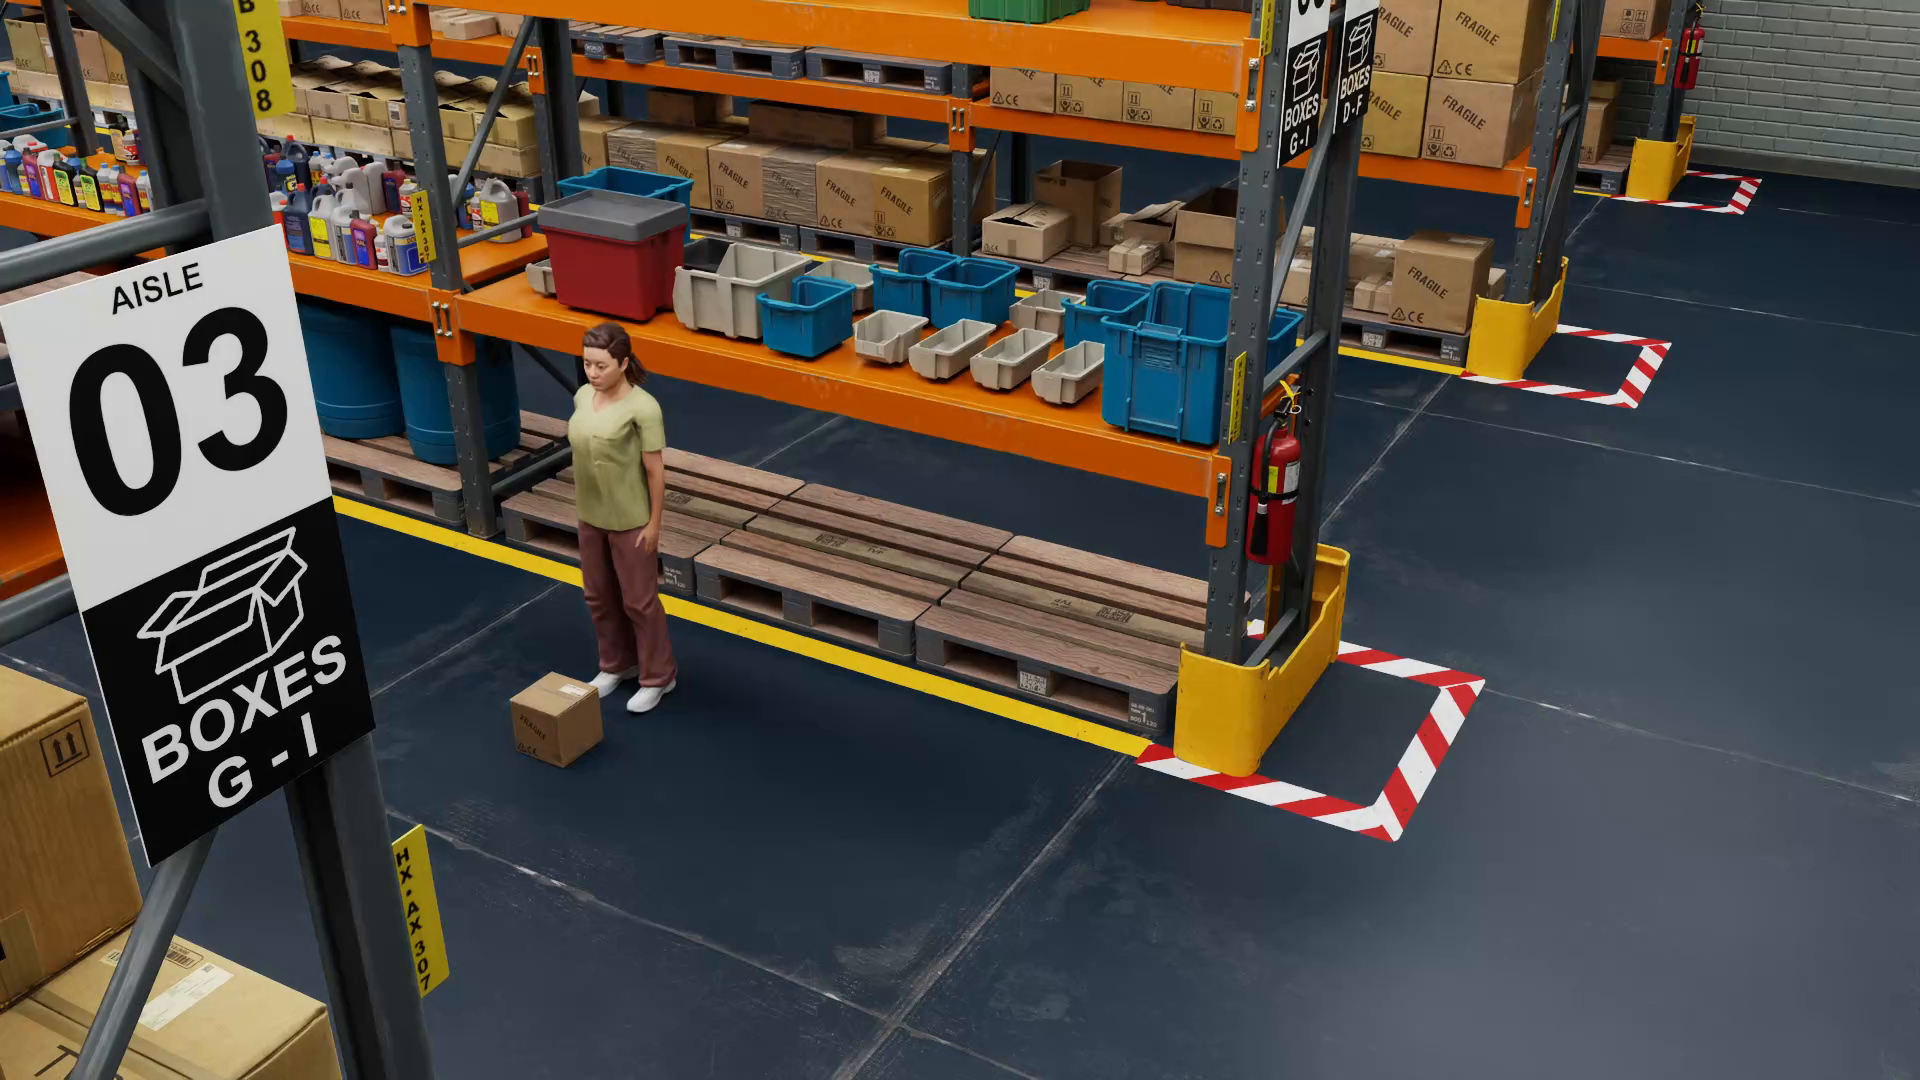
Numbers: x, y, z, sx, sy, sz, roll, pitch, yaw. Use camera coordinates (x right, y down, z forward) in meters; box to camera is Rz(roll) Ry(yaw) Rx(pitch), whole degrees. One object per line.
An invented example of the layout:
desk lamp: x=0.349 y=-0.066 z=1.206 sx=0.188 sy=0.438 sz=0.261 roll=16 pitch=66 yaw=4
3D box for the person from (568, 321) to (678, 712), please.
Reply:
person: x=-1.392 y=-0.083 z=6.793 sx=0.442 sy=1.674 sz=0.313 roll=15 pitch=30 yaw=27
